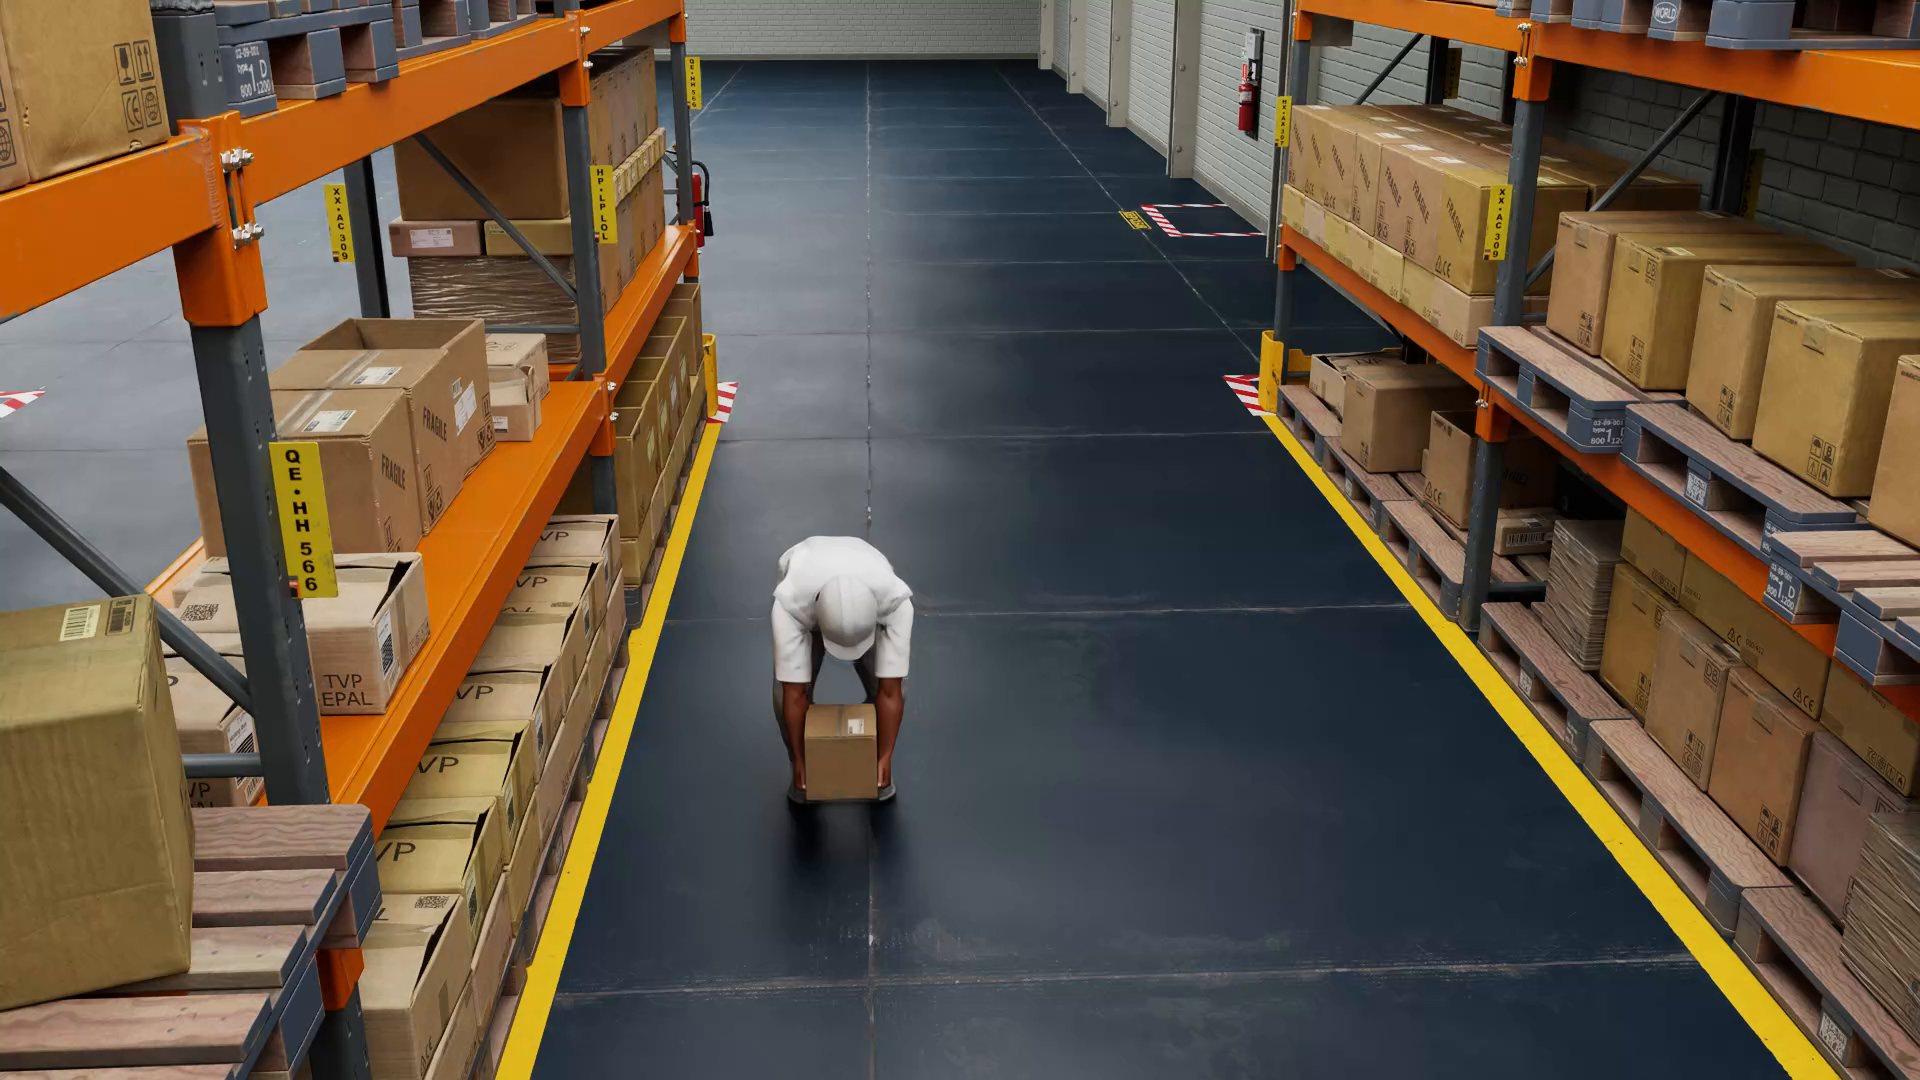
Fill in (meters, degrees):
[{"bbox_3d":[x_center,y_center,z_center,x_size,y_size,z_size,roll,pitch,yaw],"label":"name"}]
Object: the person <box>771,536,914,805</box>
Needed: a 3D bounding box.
[{"bbox_3d":[-0.432,0.513,6.109,0.517,1.102,0.965,-2,20,-5],"label":"person"}]
